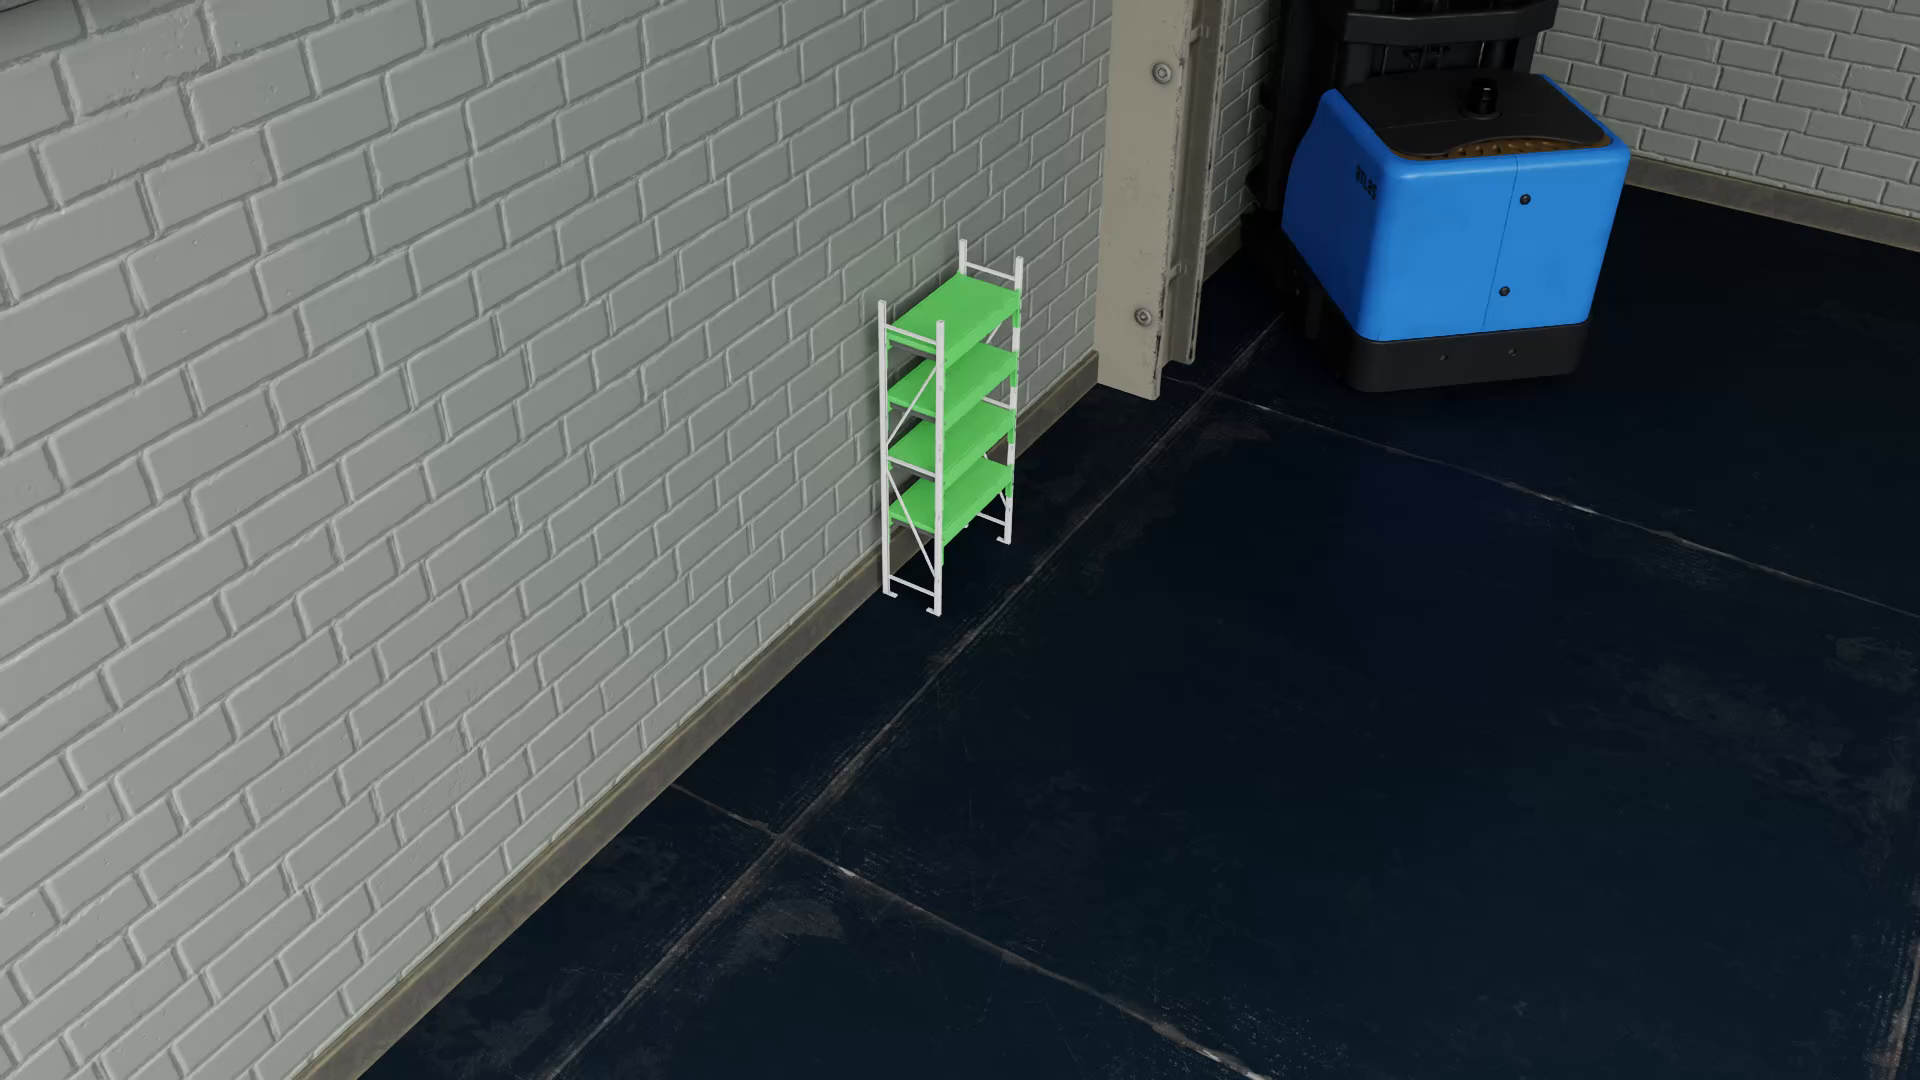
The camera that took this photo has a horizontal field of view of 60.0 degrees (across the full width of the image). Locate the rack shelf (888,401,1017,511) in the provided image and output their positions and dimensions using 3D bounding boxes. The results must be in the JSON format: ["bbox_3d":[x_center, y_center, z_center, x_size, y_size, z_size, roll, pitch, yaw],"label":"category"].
[{"bbox_3d":[-0.035,-0.321,5.784,0.258,0.148,0.480,22,43,24],"label":"rack shelf"}]

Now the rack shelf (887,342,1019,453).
[{"bbox_3d":[-0.032,-0.510,5.636,0.258,0.148,0.480,22,43,24],"label":"rack shelf"}]

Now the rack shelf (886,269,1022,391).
[{"bbox_3d":[-0.028,-0.698,5.488,0.258,0.148,0.480,22,43,24],"label":"rack shelf"}]

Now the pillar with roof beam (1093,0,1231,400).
[{"bbox_3d":[4.428,-2.895,2.635,9.100,9.000,0.400,21,42,25],"label":"pillar with roof beam"}]

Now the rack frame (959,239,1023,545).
[{"bbox_3d":[0.094,-0.498,5.909,0.240,1.200,0.015,22,43,24],"label":"rack frame"}]

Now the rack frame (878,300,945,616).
[{"bbox_3d":[-0.163,-0.245,5.581,0.240,1.200,0.015,22,43,24],"label":"rack frame"}]

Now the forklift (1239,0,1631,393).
[{"bbox_3d":[1.892,-2.672,7.316,1.130,2.935,3.031,-6,38,-8],"label":"forklift"}]

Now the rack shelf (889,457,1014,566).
[{"bbox_3d":[-0.039,-0.133,5.933,0.258,0.148,0.480,22,43,24],"label":"rack shelf"}]

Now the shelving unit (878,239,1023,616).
[{"bbox_3d":[-0.034,-0.371,5.745,0.258,1.200,0.503,22,43,24],"label":"shelving unit"}]
